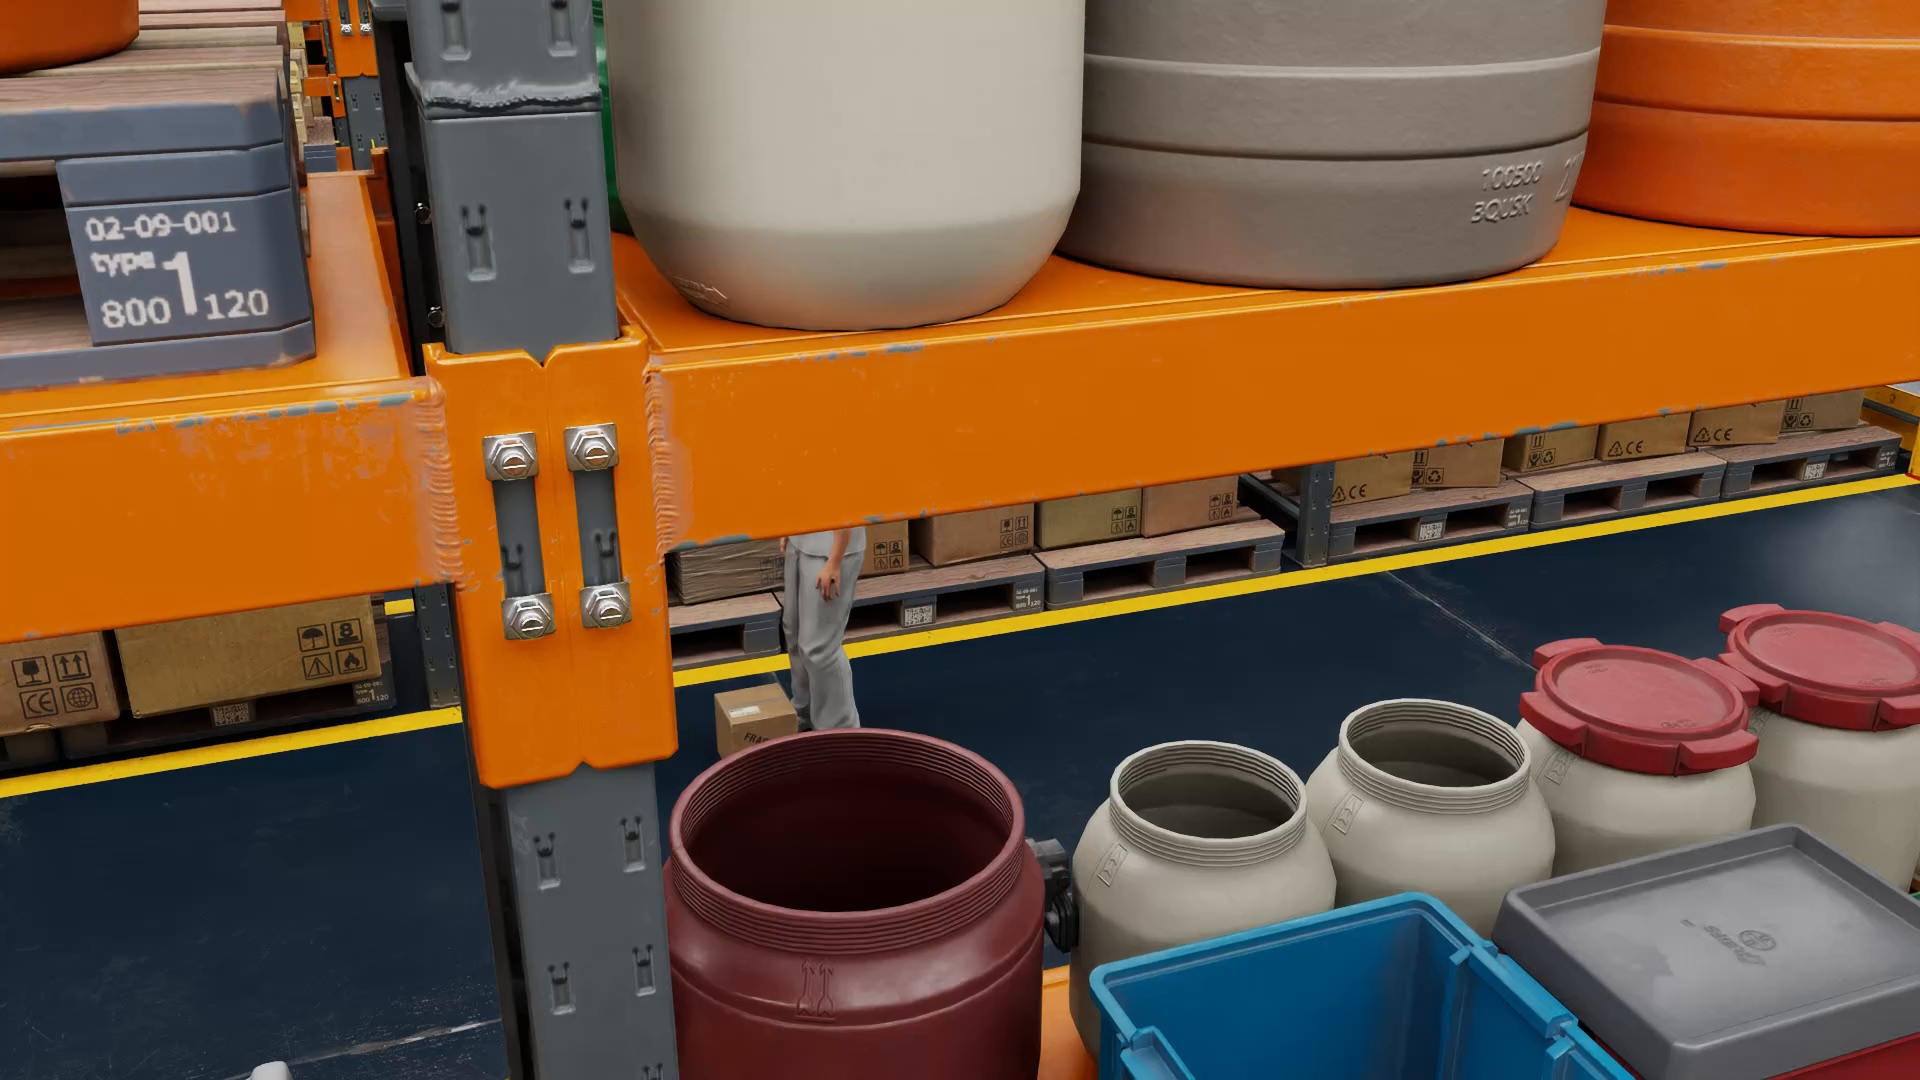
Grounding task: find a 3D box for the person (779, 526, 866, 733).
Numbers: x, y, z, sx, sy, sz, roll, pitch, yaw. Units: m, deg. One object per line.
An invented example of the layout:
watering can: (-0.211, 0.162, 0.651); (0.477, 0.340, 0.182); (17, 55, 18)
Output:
person: (-0.530, 0.027, 6.032); (0.363, 1.671, 0.512); (-10, 25, -22)
